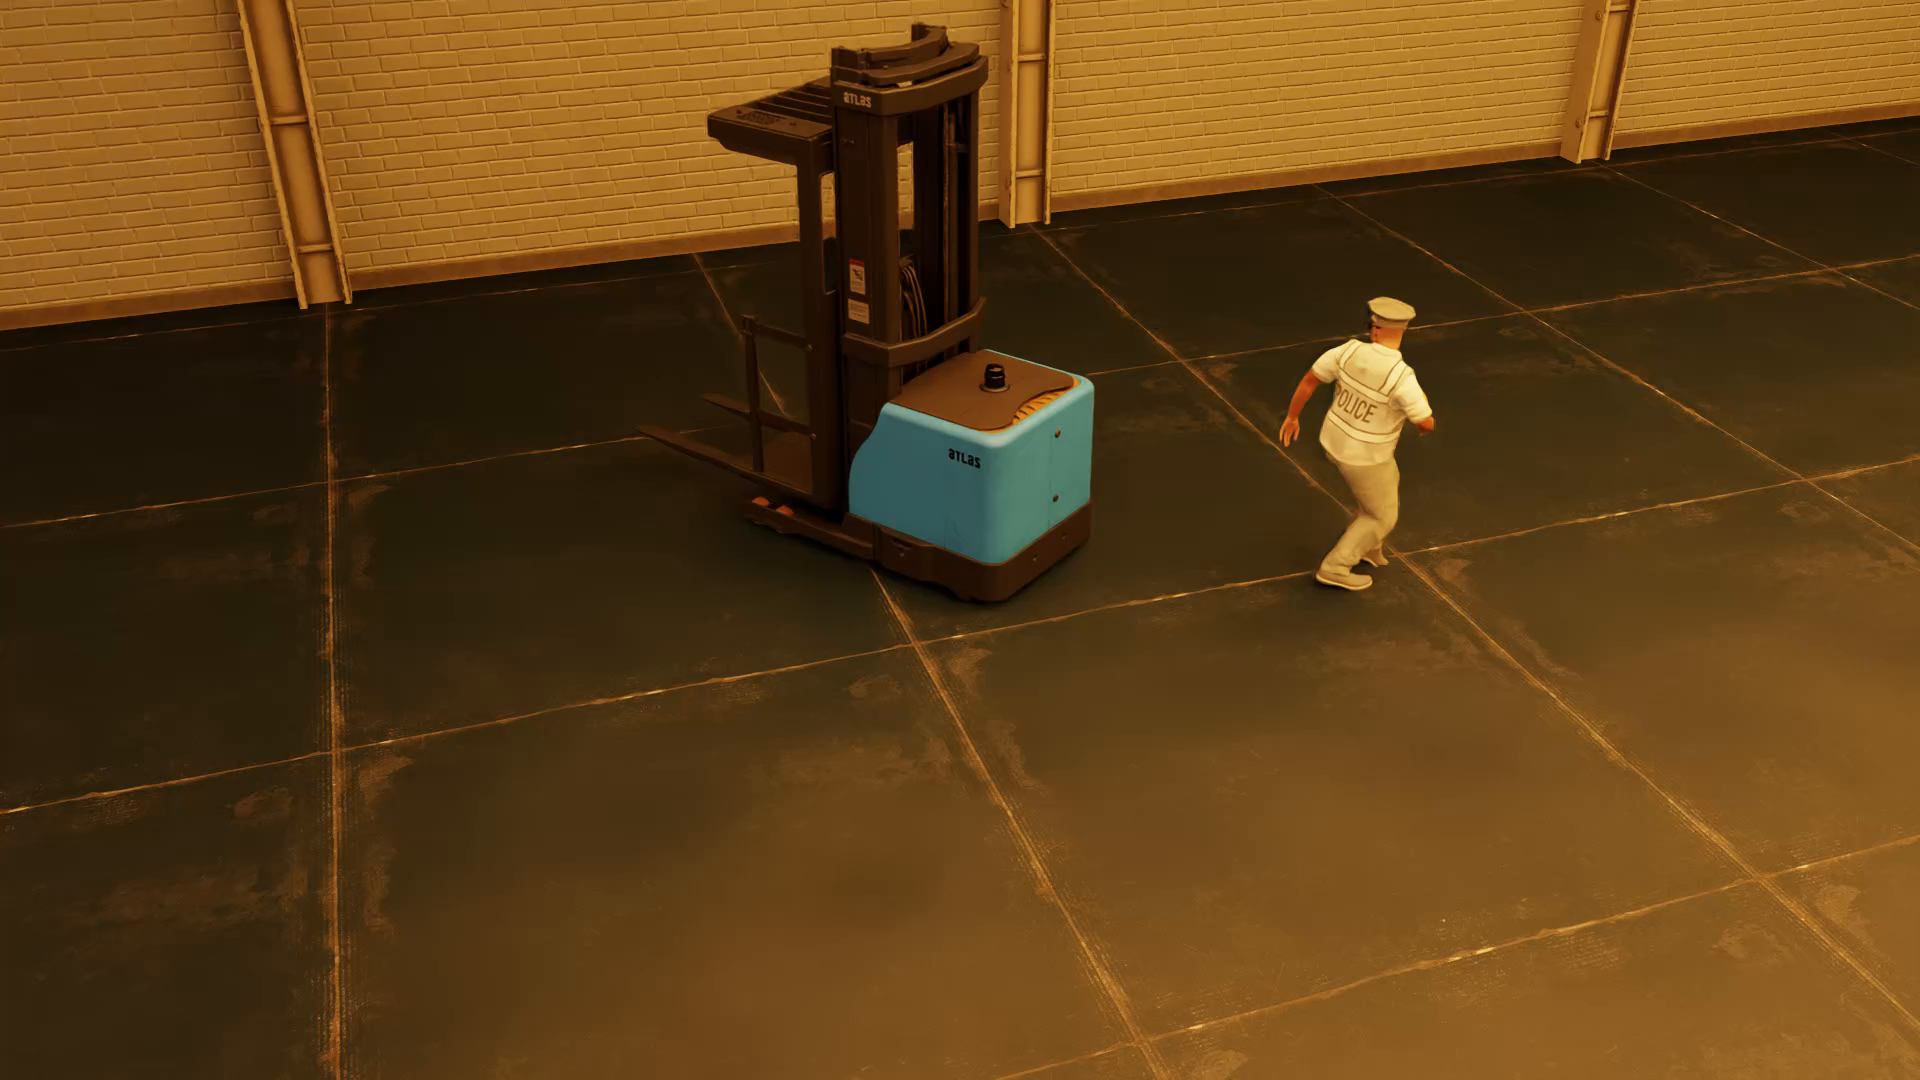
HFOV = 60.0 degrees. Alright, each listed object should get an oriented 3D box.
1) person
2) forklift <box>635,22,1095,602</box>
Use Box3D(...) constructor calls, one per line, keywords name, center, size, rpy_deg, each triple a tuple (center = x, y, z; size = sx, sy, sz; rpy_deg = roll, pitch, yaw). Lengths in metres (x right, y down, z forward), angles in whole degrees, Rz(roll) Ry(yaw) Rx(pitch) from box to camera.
Box3D(name="person", center=(2.254, -0.482, 9.249), size=(0.798, 1.760, 0.631), rpy_deg=(-10, 31, -17))
Box3D(name="forklift", center=(-0.706, -1.497, 9.689), size=(3.031, 2.935, 1.130), rpy_deg=(20, 36, 31))
